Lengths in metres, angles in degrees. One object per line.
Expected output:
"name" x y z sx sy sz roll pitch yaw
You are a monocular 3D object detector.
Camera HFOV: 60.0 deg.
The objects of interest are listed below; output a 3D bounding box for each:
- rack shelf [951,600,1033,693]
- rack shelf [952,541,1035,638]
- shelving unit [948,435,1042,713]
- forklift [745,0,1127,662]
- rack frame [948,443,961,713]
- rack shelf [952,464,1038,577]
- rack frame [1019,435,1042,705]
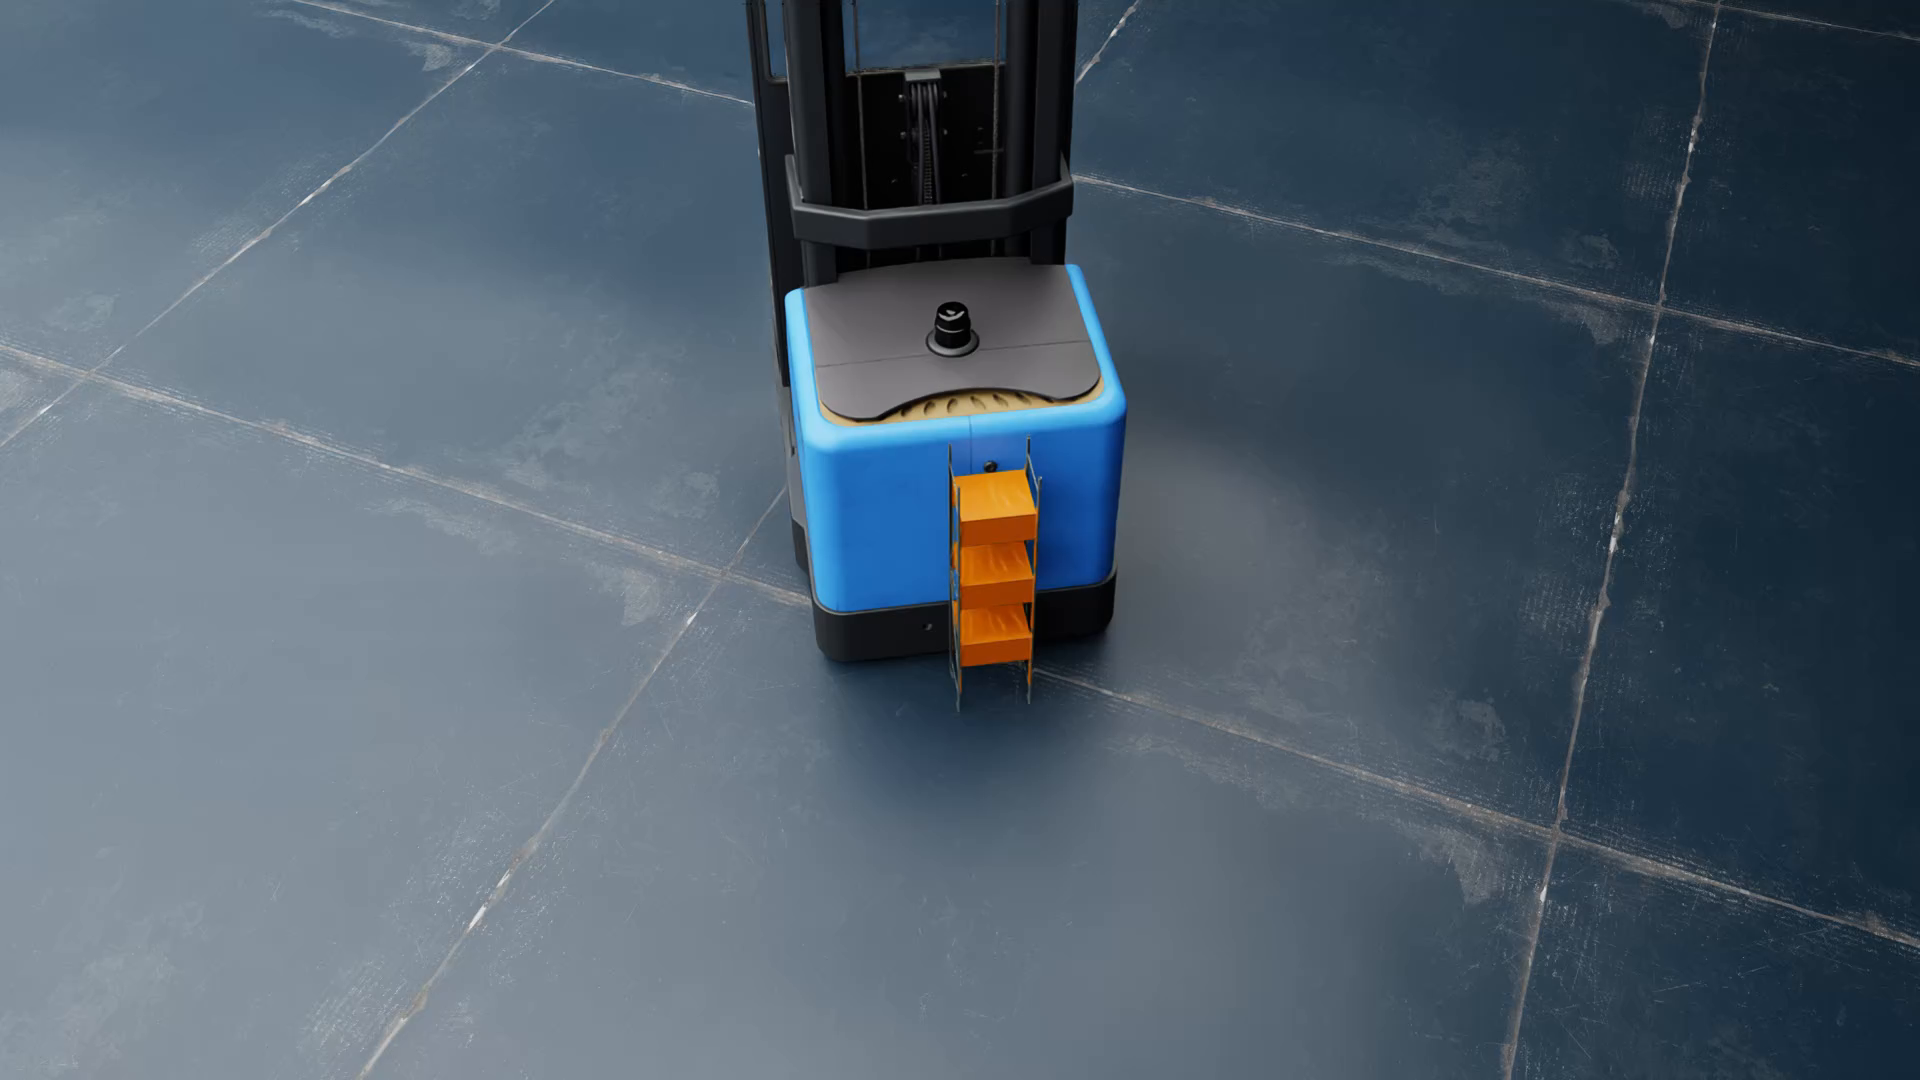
"rack shelf" 0.103 0.338 5.575 0.240 0.259 0.215 -6 45 -6
"rack shelf" 0.103 0.141 5.378 0.240 0.259 0.215 -6 45 -6
"shelving unit" 0.103 0.134 5.371 0.252 1.050 0.215 -6 45 -6
"forklift" -0.194 -1.670 5.850 1.130 2.935 3.031 -6 45 -6
"rack frame" -0.017 0.147 5.358 0.008 1.050 0.200 -6 45 -6
"rack shelf" 0.103 -0.060 5.178 0.240 0.259 0.215 -6 45 -6
"rack frame" 0.224 0.121 5.384 0.008 1.050 0.200 -6 45 -6
